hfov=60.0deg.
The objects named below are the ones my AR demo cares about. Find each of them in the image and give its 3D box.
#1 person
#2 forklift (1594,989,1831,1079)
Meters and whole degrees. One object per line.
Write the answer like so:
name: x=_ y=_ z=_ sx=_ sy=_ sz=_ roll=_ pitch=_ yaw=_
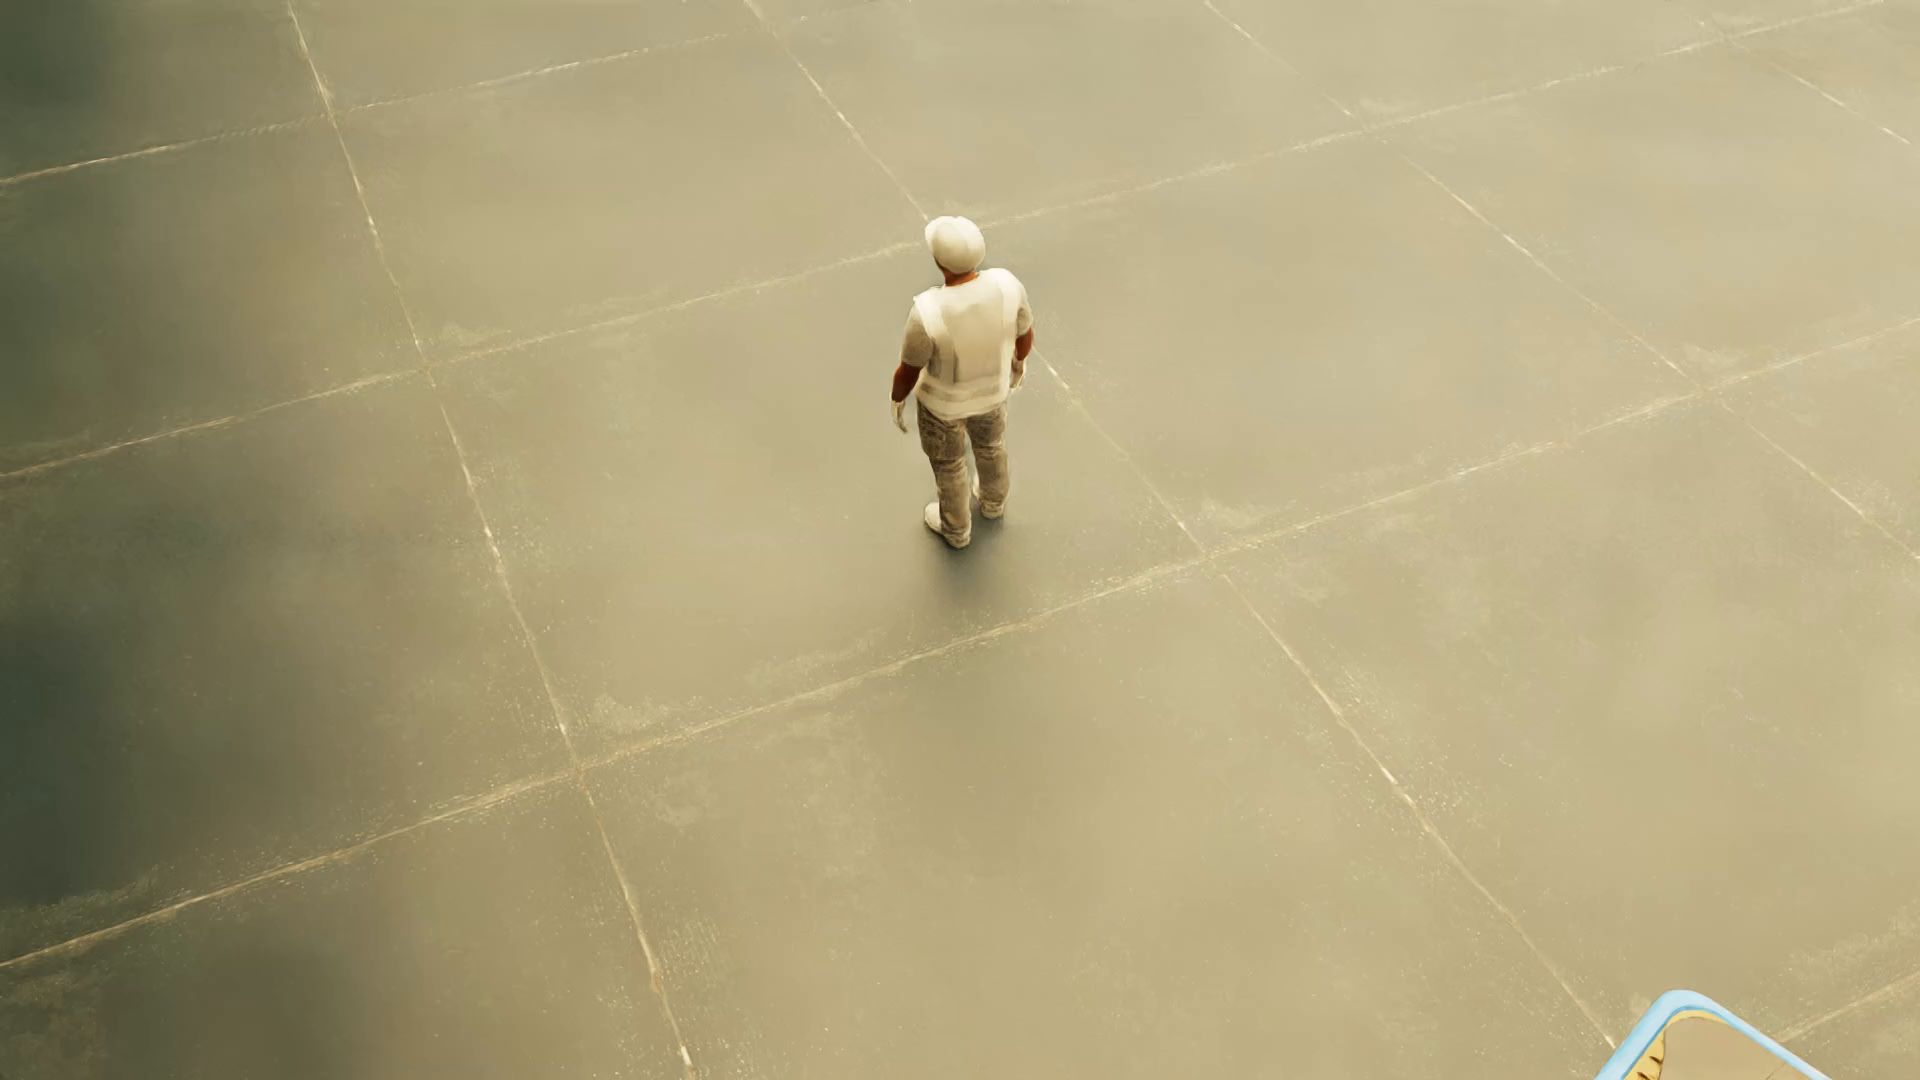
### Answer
person: x=-0.023 y=-0.704 z=7.266 sx=0.655 sy=1.782 sz=0.576 roll=-18 pitch=46 yaw=-18
forklift: x=2.815 y=1.951 z=3.590 sx=1.130 sy=2.935 sz=3.031 roll=-34 pitch=53 yaw=-31
